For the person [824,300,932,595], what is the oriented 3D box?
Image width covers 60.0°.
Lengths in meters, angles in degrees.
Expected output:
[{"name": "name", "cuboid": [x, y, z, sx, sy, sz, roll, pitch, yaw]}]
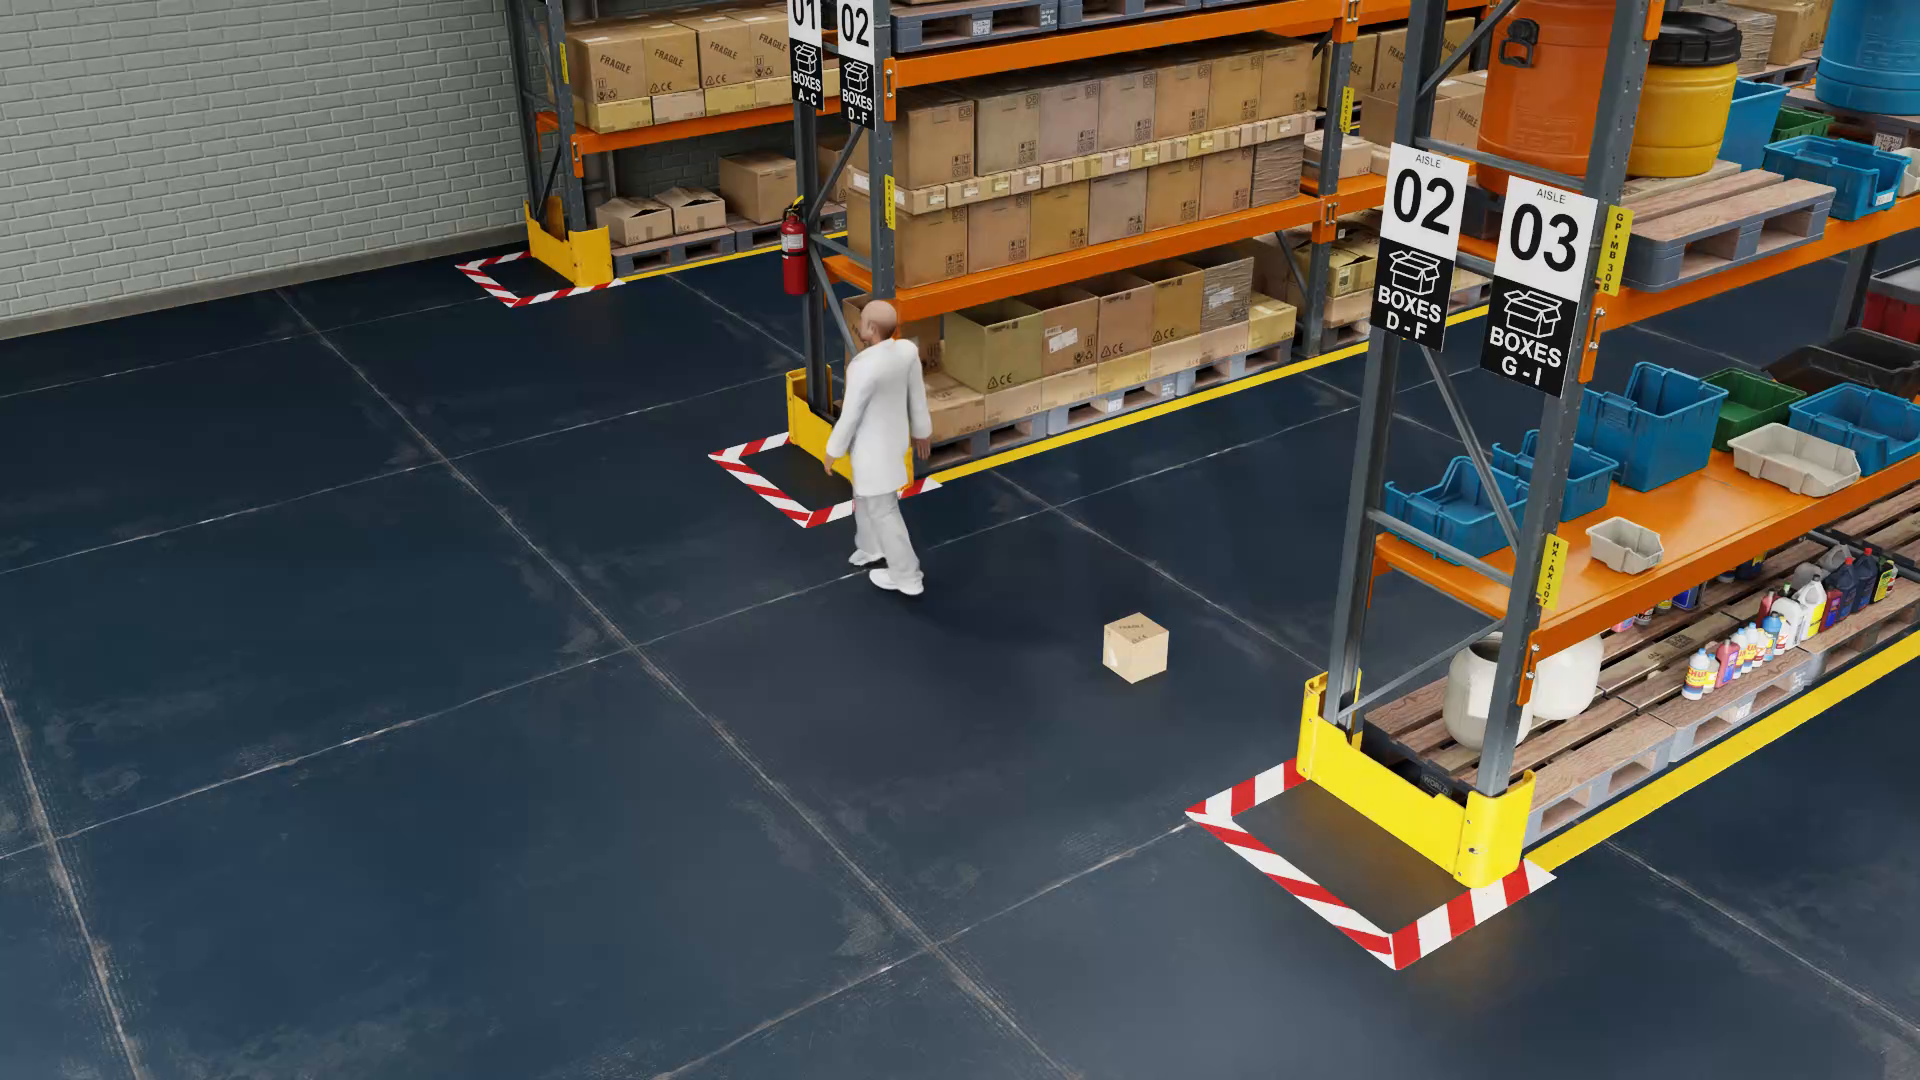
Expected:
[{"name": "person", "cuboid": [-0.483, -0.516, 9.629, 0.683, 1.846, 0.623, 16, 32, 27]}]
